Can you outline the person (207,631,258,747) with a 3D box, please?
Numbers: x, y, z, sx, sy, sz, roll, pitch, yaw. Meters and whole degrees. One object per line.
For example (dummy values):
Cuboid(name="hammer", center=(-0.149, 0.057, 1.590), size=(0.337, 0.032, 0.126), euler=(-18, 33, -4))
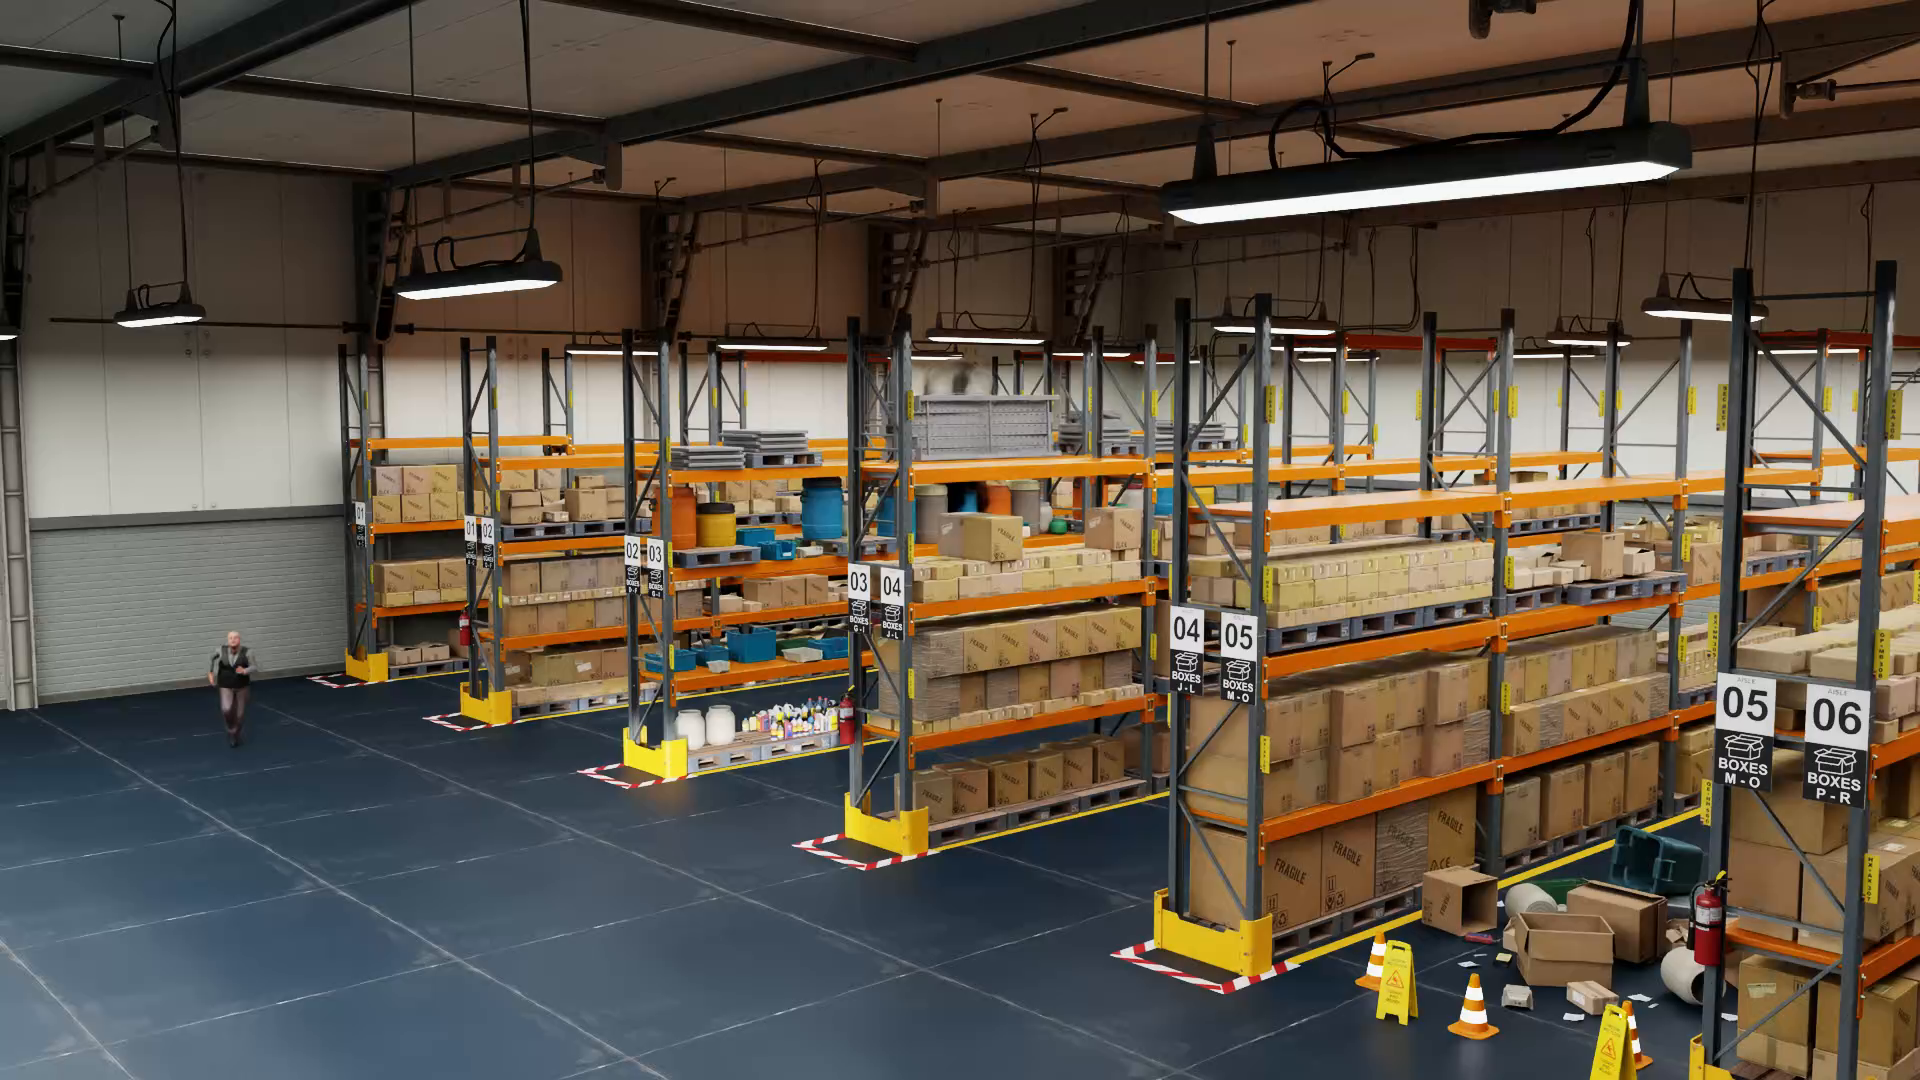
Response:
Cuboid(name="person", center=(-10.522, 2.148, 24.072), size=(0.687, 1.682, 0.792), euler=(-2, 5, -21))
